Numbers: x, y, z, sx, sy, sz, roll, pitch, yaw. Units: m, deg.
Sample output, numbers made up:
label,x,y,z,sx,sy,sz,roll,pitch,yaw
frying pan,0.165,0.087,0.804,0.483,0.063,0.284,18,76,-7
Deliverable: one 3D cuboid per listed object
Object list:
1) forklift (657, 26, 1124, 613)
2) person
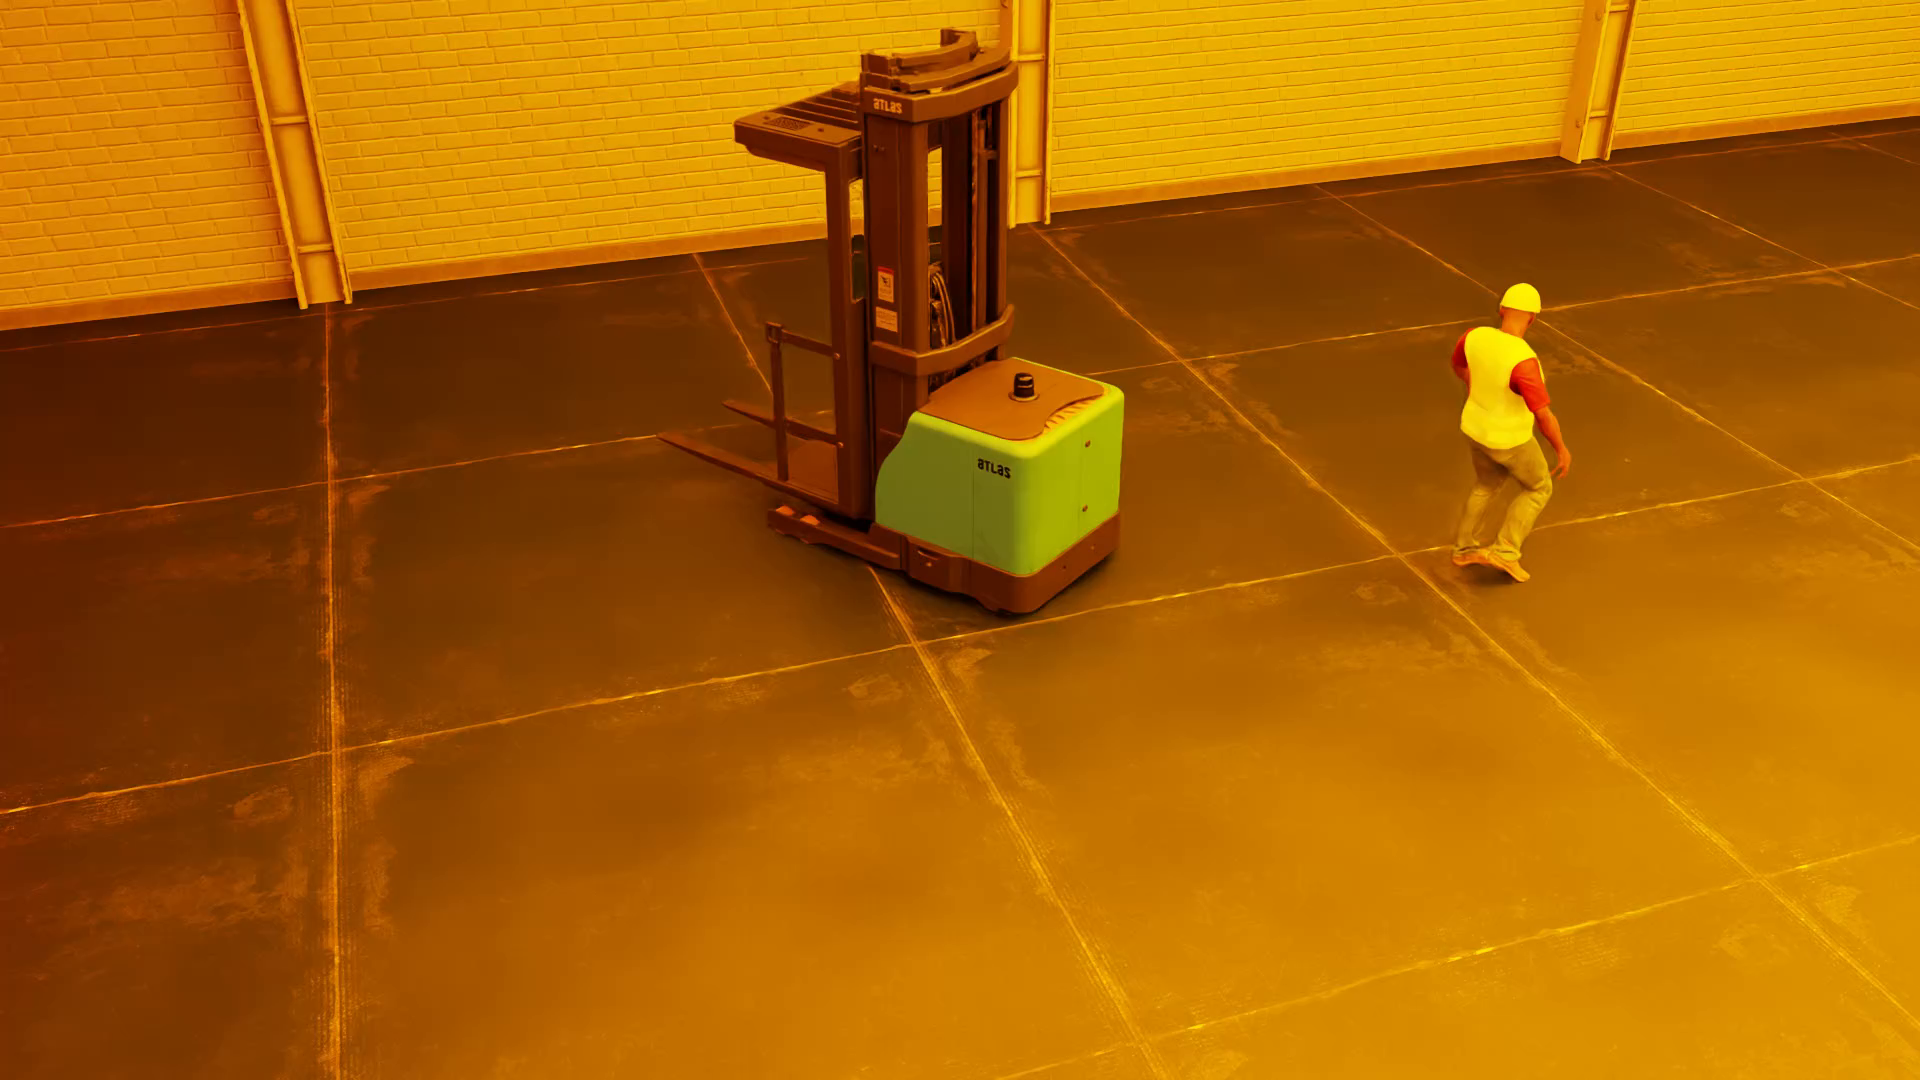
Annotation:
label,x,y,z,sx,sy,sz,roll,pitch,yaw
forklift,-0.547,-1.440,9.590,3.031,2.935,1.130,20,36,31
person,3.061,-0.613,9.378,0.501,1.774,0.918,-10,32,-17
